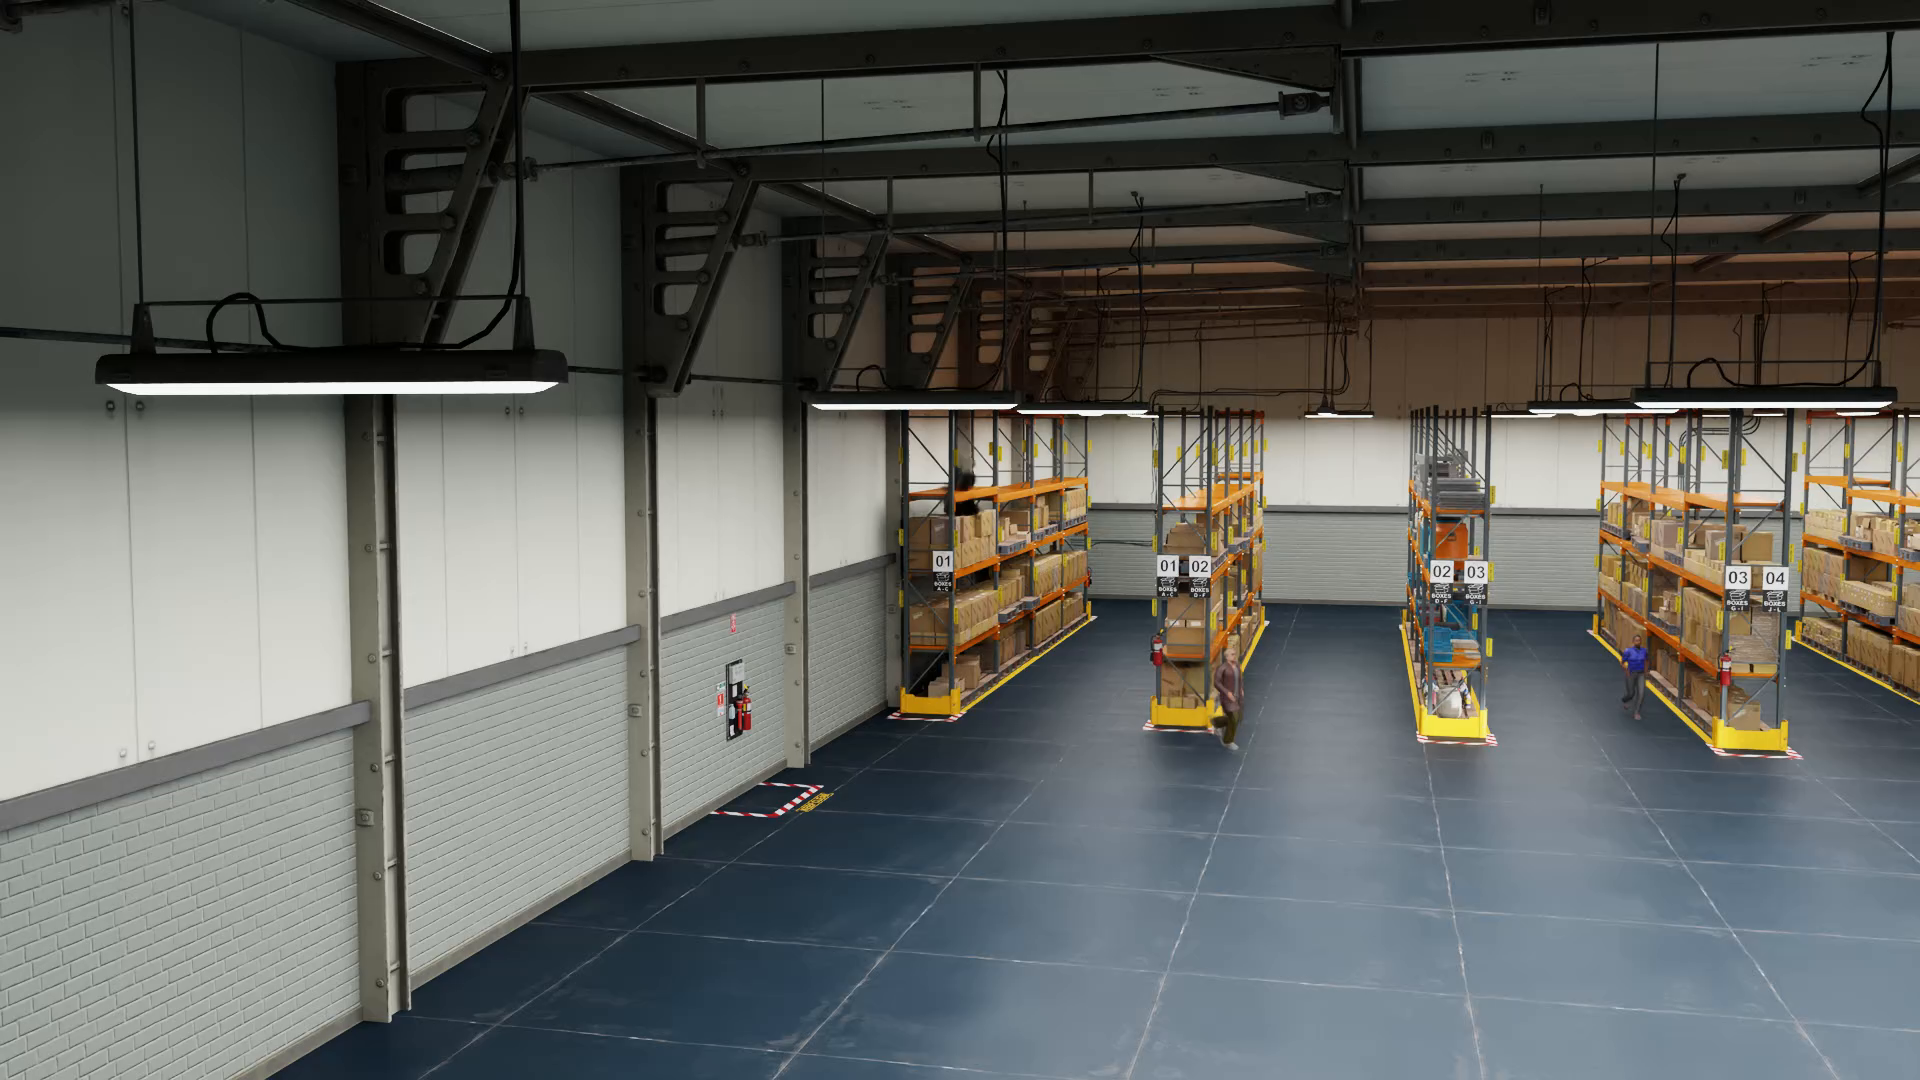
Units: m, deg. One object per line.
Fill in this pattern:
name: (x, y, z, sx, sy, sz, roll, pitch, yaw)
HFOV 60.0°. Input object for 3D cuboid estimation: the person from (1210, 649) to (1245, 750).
person: (4.680, 2.769, 29.201, 0.732, 1.761, 0.707, -4, 6, -42)

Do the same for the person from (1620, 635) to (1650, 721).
person: (13.002, 2.622, 32.042, 0.565, 1.624, 0.768, 0, 4, 6)
